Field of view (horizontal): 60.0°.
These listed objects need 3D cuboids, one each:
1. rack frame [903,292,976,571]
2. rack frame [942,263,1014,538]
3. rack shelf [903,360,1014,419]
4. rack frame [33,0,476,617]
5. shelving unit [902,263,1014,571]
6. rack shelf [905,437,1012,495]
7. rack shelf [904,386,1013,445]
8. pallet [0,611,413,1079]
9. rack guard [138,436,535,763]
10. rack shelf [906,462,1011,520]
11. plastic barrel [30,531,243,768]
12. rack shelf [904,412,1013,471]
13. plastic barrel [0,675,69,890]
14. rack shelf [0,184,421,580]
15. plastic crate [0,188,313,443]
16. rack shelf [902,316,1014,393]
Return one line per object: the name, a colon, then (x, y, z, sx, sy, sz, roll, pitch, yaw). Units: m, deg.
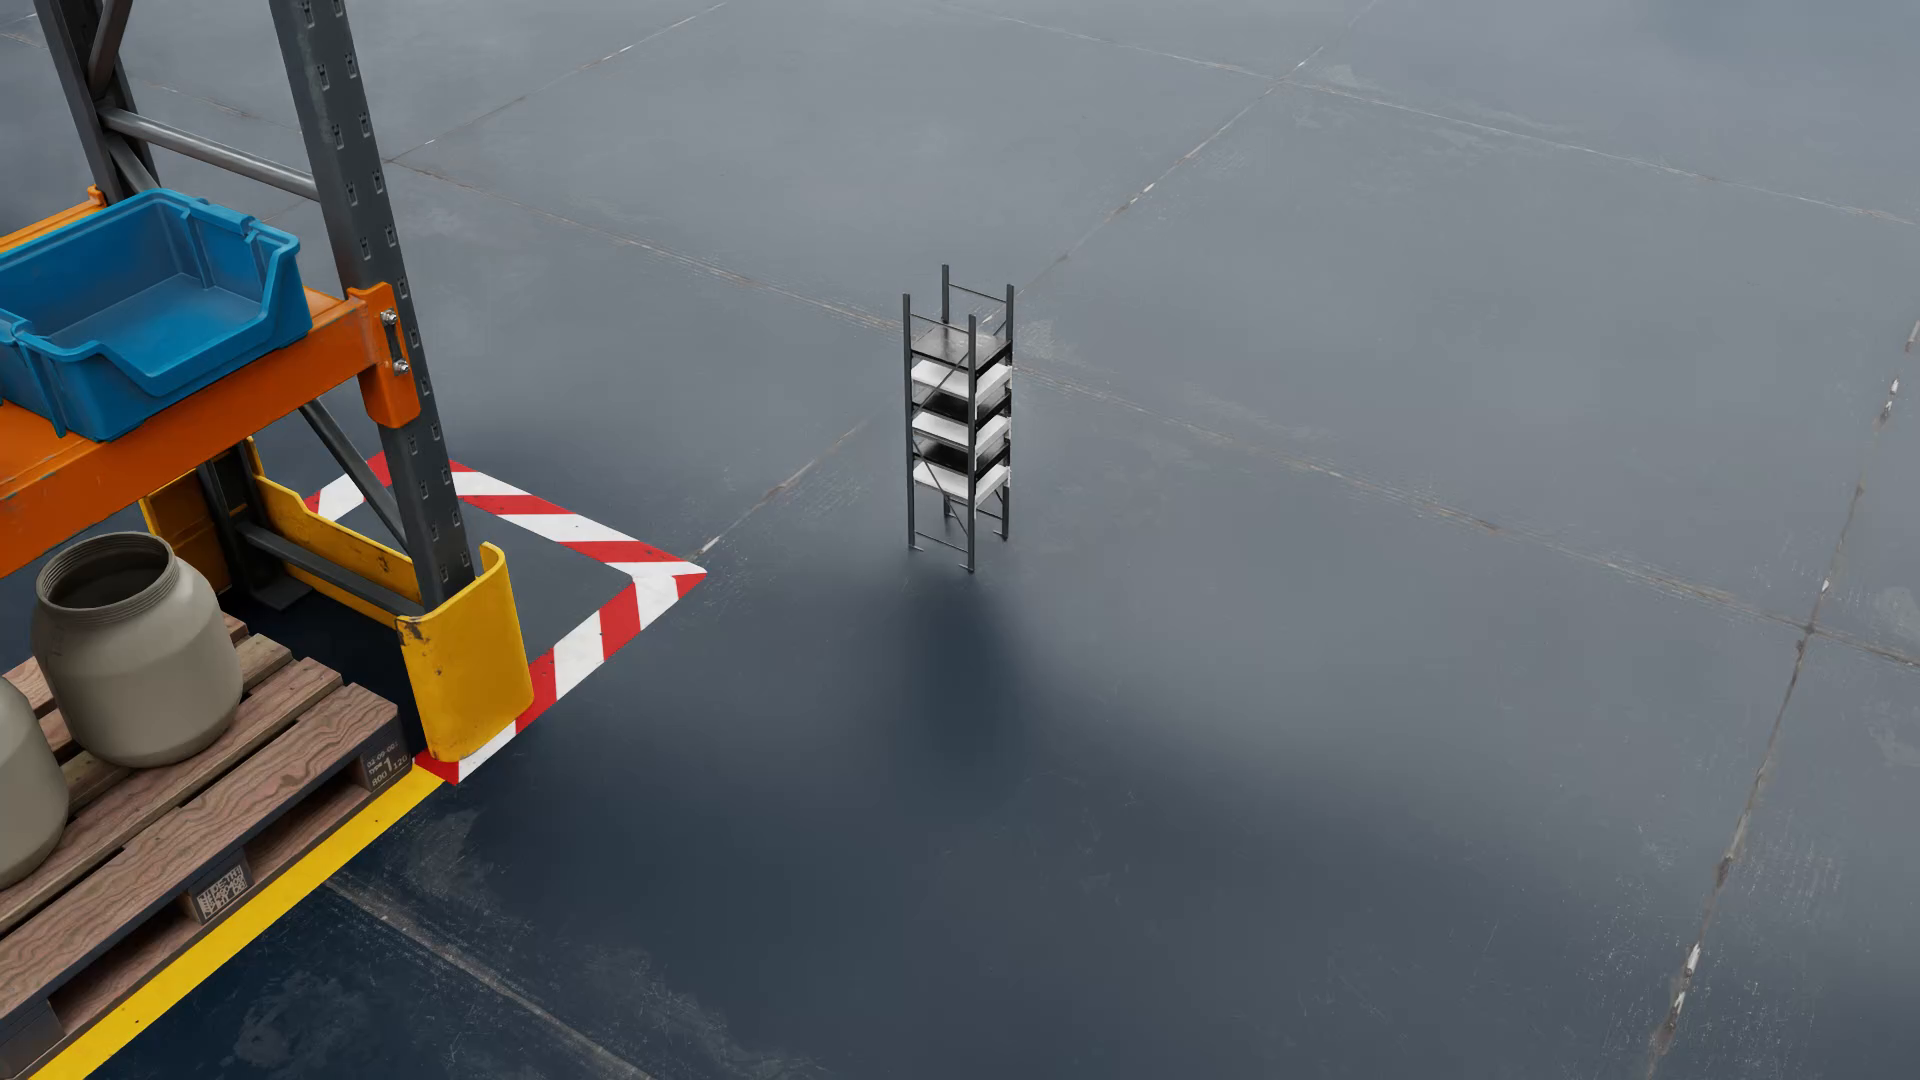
rack frame: (-0.059, -0.300, 4.902, 0.240, 0.900, 0.006, 21, 42, 25)
rack frame: (0.050, -0.405, 5.038, 0.240, 0.900, 0.006, 21, 42, 25)
rack shelf: (-0.004, -0.468, 4.880, 0.258, 0.077, 0.200, 21, 42, 25)
rack frame: (-1.755, -0.908, 3.971, 1.000, 3.000, 0.127, 21, 42, 25)
shelving unit: (-0.004, -0.352, 4.970, 0.258, 0.900, 0.210, 21, 42, 25)
rack shelf: (-0.004, -0.255, 5.045, 0.258, 0.077, 0.200, 21, 42, 25)
rack shelf: (-0.004, -0.397, 4.935, 0.258, 0.077, 0.200, 21, 42, 25)
pallet: (-2.196, 0.668, 4.211, 1.003, 0.211, 1.213, 21, 42, 25)
rack guard: (-1.756, 0.136, 4.664, 1.175, 0.500, 0.348, 21, 42, 25)
rack shelf: (-0.004, -0.183, 5.100, 0.258, 0.077, 0.200, 21, 42, 25)
plastic barrel: (-2.043, 0.275, 4.130, 0.421, 0.512, 0.421, 0, 38, 0)
rack shelf: (-0.004, -0.326, 4.990, 0.258, 0.077, 0.200, 21, 42, 25)
plastic barrel: (-2.312, 0.533, 3.795, 0.421, 0.512, 0.421, 0, 38, 0)
rack shelf: (-2.827, 0.408, 2.853, 1.077, 0.370, 4.000, 21, 42, 25)
plastic crate: (-1.771, -0.493, 3.555, 0.499, 0.251, 0.616, 21, 42, 25)
rack shelf: (-0.004, -0.540, 4.825, 0.258, 0.077, 0.200, 21, 42, 25)
